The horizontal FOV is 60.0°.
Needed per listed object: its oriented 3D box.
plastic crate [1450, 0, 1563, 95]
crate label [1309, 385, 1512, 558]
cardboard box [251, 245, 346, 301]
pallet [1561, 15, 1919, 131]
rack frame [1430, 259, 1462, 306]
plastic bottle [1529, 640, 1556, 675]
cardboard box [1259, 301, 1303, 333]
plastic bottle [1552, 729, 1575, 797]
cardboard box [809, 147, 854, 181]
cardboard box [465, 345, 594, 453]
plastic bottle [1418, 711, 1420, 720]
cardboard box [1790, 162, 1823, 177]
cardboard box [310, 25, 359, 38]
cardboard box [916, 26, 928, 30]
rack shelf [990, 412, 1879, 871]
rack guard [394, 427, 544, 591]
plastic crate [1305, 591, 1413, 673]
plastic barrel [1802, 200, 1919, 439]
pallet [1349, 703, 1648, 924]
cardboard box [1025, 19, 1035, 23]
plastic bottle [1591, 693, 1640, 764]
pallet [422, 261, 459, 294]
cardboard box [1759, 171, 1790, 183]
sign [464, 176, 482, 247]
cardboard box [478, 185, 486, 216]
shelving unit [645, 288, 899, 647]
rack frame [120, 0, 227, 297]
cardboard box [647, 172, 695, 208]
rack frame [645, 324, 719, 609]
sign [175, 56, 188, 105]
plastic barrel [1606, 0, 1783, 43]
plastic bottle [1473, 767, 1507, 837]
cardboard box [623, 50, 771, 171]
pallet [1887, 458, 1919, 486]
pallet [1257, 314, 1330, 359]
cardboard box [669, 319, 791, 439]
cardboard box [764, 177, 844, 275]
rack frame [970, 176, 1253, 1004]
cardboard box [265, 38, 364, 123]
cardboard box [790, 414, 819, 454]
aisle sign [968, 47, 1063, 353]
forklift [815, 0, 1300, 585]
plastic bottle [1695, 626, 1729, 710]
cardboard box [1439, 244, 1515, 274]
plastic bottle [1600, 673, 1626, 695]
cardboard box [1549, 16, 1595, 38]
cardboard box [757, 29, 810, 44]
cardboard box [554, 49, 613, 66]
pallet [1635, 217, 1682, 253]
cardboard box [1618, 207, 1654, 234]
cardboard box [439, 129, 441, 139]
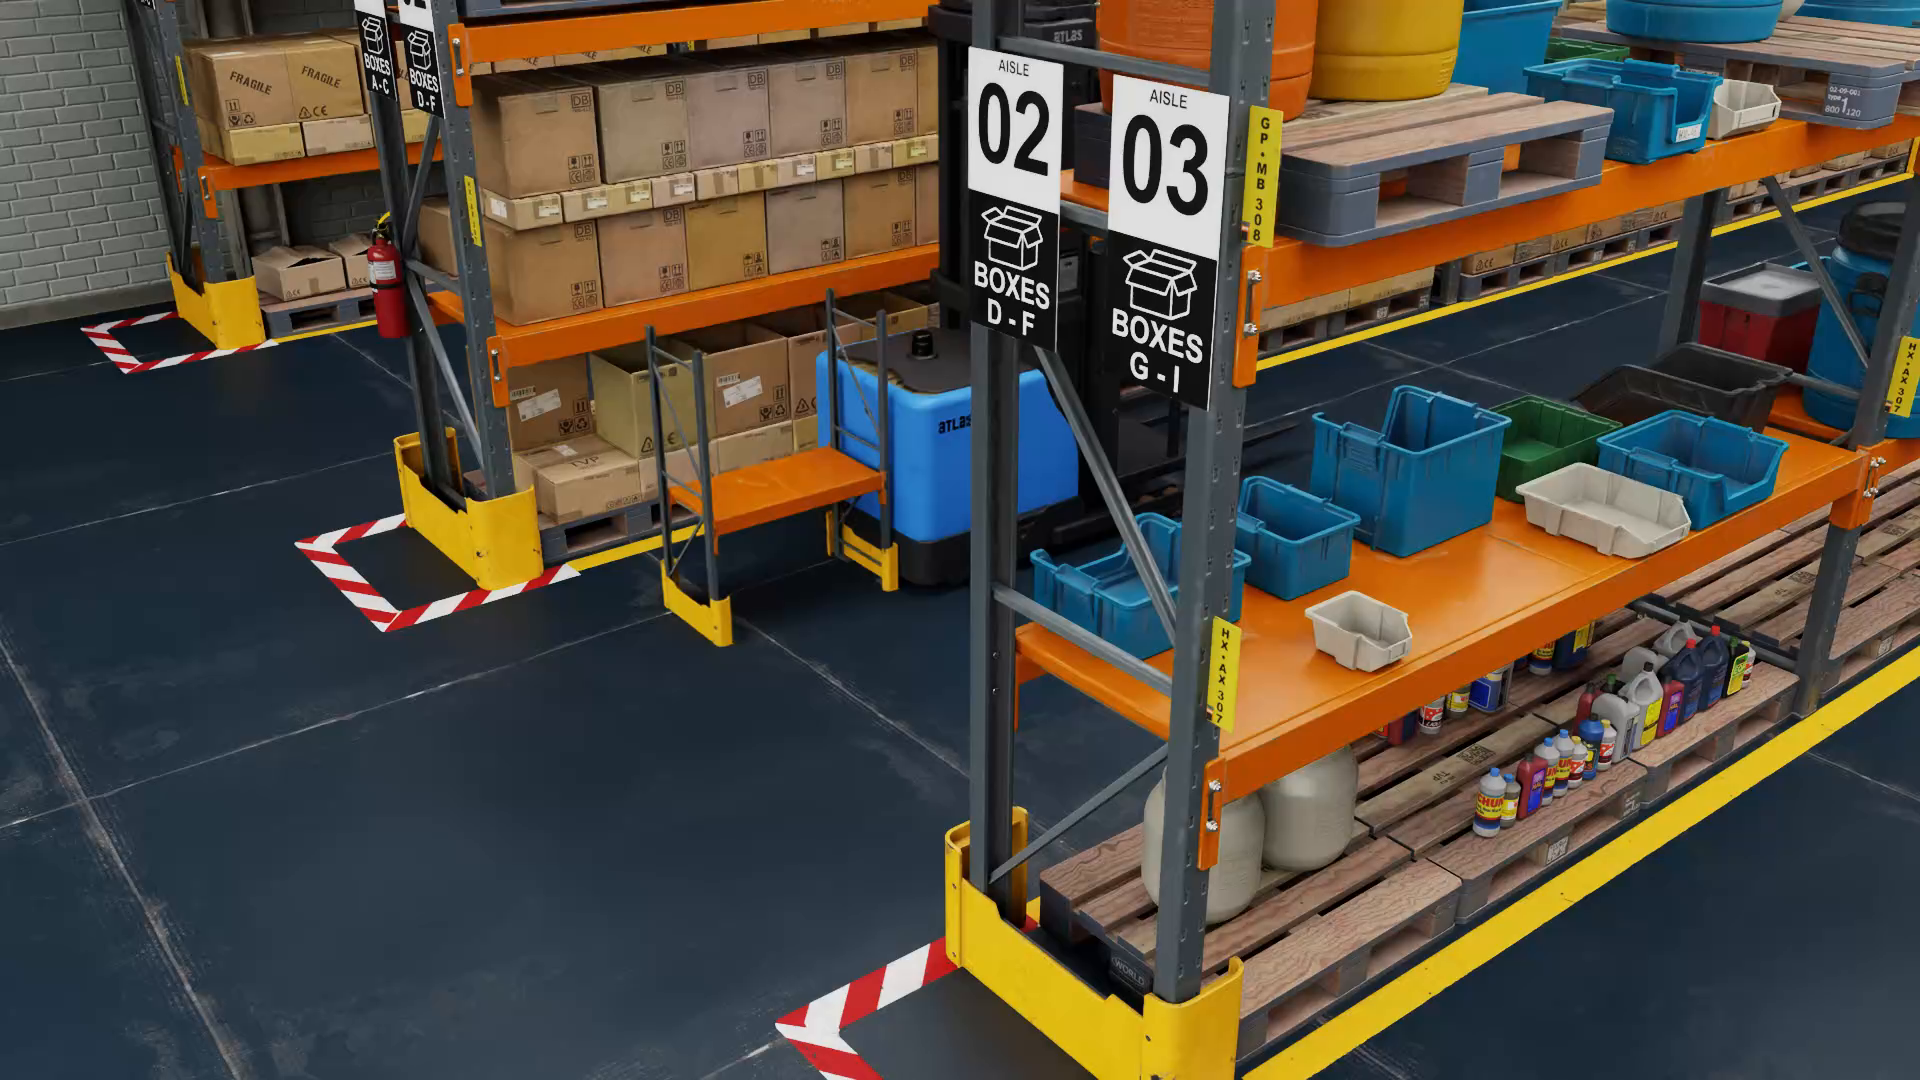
[{"bbox_3d":[1.701,-1.636,5.668,0.575,0.384,0.392,-18,31,-34],"label":"plastic crate"},{"bbox_3d":[1.668,-0.271,6.229,0.616,0.435,0.502,-18,31,-34],"label":"crate label"},{"bbox_3d":[-5.127,-2.099,12.881,0.500,0.311,0.500,-23,33,-40],"label":"cardboard box"},{"bbox_3d":[3.027,-1.782,6.187,1.003,0.211,1.213,-18,31,-34],"label":"pallet"},{"bbox_3d":[3.628,-3.407,13.029,0.127,3.000,1.000,-18,31,-34],"label":"rack frame"},{"bbox_3d":[2.603,0.461,7.411,0.097,0.271,0.097,0,25,0],"label":"plastic bottle"},{"bbox_3d":[2.161,-1.734,12.190,0.500,0.250,0.500,-18,30,-33],"label":"cardboard box"},{"bbox_3d":[2.354,0.868,6.535,0.097,0.271,0.097,0,25,0],"label":"plastic bottle"},{"bbox_3d":[-0.808,-2.167,9.467,0.250,0.149,0.380,-17,30,-32],"label":"cardboard box"},{"bbox_3d":[-2.429,-0.851,9.396,0.500,0.500,0.500,-18,31,-34],"label":"cardboard box"},{"bbox_3d":[1.886,0.634,7.034,0.135,0.276,0.152,-19,31,-35],"label":"plastic bottle"},{"bbox_3d":[8.251,-4.003,16.756,0.637,0.503,0.797,-18,31,-34],"label":"cardboard box"},{"bbox_3d":[-4.680,-3.707,12.937,0.500,0.500,0.500,-19,31,-35],"label":"cardboard box"},{"bbox_3d":[0.135,-2.885,10.243,0.500,0.500,0.700,-18,30,-34],"label":"cardboard box"},{"bbox_3d":[1.960,0.119,6.284,4.000,0.370,1.077,-18,31,-34],"label":"rack shelf"},{"bbox_3d":[-2.686,-0.189,9.064,0.348,0.500,1.175,-18,31,-34],"label":"rack guard"},{"bbox_3d":[1.289,0.306,5.340,0.250,0.136,0.298,-18,31,-34],"label":"plastic crate"},{"bbox_3d":[4.025,-0.954,7.147,0.708,0.901,0.600,-18,31,-34],"label":"plastic barrel"},{"bbox_3d":[2.019,1.018,6.807,1.213,0.211,1.003,-18,31,-34],"label":"pallet"},{"bbox_3d":[0.778,-5.447,16.927,0.500,0.500,0.500,-18,30,-34],"label":"cardboard box"},{"bbox_3d":[2.670,0.747,6.791,0.135,0.276,0.152,-18,30,-33],"label":"plastic bottle"},{"bbox_3d":[-4.046,-2.239,13.823,1.213,0.211,1.003,-18,31,-34],"label":"pallet"},{"bbox_3d":[7.914,-3.626,16.343,0.250,0.166,0.380,-18,31,-34],"label":"cardboard box"},{"bbox_3d":[-2.329,-1.573,7.953,0.005,0.325,0.100,-18,31,-34],"label":"sign"},{"bbox_3d":[-2.484,-1.831,8.743,0.250,0.149,0.380,-19,31,-35],"label":"cardboard box"},{"bbox_3d":[-0.919,-0.388,8.304,1.083,1.500,0.587,-18,30,-33],"label":"shelving unit"},{"bbox_3d":[-5.727,-2.969,12.085,0.127,3.000,1.000,-18,31,-34],"label":"rack frame"},{"bbox_3d":[-1.622,-1.898,8.887,0.250,0.149,0.380,-19,31,-35],"label":"cardboard box"},{"bbox_3d":[-1.331,-0.256,8.020,0.032,1.500,0.500,-18,30,-33],"label":"rack frame"},{"bbox_3d":[-5.392,-3.182,11.516,0.005,0.325,0.100,-18,31,-34],"label":"sign"},{"bbox_3d":[2.685,-2.282,5.946,0.708,0.901,0.600,-18,31,-34],"label":"plastic barrel"},{"bbox_3d":[2.006,0.983,6.288,0.097,0.271,0.097,0,25,0],"label":"plastic bottle"},{"bbox_3d":[-1.443,-2.364,9.120,0.500,0.500,0.700,-18,30,-34],"label":"cardboard box"},{"bbox_3d":[6.048,-0.312,9.672,1.213,0.211,1.003,-18,31,-34],"label":"pallet"},{"bbox_3d":[1.997,-1.627,12.504,1.213,0.211,1.003,-18,31,-34],"label":"pallet"},{"bbox_3d":[-1.330,-0.943,9.595,0.500,0.500,0.500,-18,31,-34],"label":"cardboard box"},{"bbox_3d":[-1.075,-1.895,9.651,0.500,0.500,0.700,-17,30,-33],"label":"cardboard box"},{"bbox_3d":[0.387,0.313,5.013,0.127,3.000,1.000,-18,31,-34],"label":"rack frame"},{"bbox_3d":[-4.770,-3.400,12.277,0.500,0.500,0.500,-18,30,-34],"label":"cardboard box"},{"bbox_3d":[-0.926,-0.727,10.021,0.500,0.250,0.500,-18,31,-34],"label":"cardboard box"},{"bbox_3d":[0.147,-0.946,4.638,0.004,0.787,0.394,-18,31,-34],"label":"aisle sign"},{"bbox_3d":[0.694,-1.575,9.162,3.031,2.935,1.130,-18,30,-33],"label":"forklift"},{"bbox_3d":[3.205,0.538,7.151,0.185,0.351,0.144,-19,31,-35],"label":"plastic bottle"},{"bbox_3d":[4.163,-2.497,13.513,0.500,0.500,0.500,-17,30,-32],"label":"cardboard box"},{"bbox_3d":[2.717,0.675,6.936,0.133,0.283,0.061,-18,31,-34],"label":"plastic bottle"},{"bbox_3d":[4.892,-4.019,13.728,0.500,0.500,0.700,-12,28,-24],"label":"cardboard box"},{"bbox_3d":[-1.713,-4.517,14.778,0.500,0.500,0.700,-15,29,-29],"label":"cardboard box"},{"bbox_3d":[-3.149,-3.933,13.425,0.500,0.500,0.500,-18,31,-34],"label":"cardboard box"},{"bbox_3d":[6.159,-2.958,15.373,1.213,0.211,1.003,-18,31,-34],"label":"pallet"},{"bbox_3d":[5.776,-3.033,14.670,0.500,0.500,0.500,-18,30,-33],"label":"cardboard box"},{"bbox_3d":[-3.943,-3.333,13.022,0.500,0.250,0.500,-18,30,-34],"label":"cardboard box"}]
